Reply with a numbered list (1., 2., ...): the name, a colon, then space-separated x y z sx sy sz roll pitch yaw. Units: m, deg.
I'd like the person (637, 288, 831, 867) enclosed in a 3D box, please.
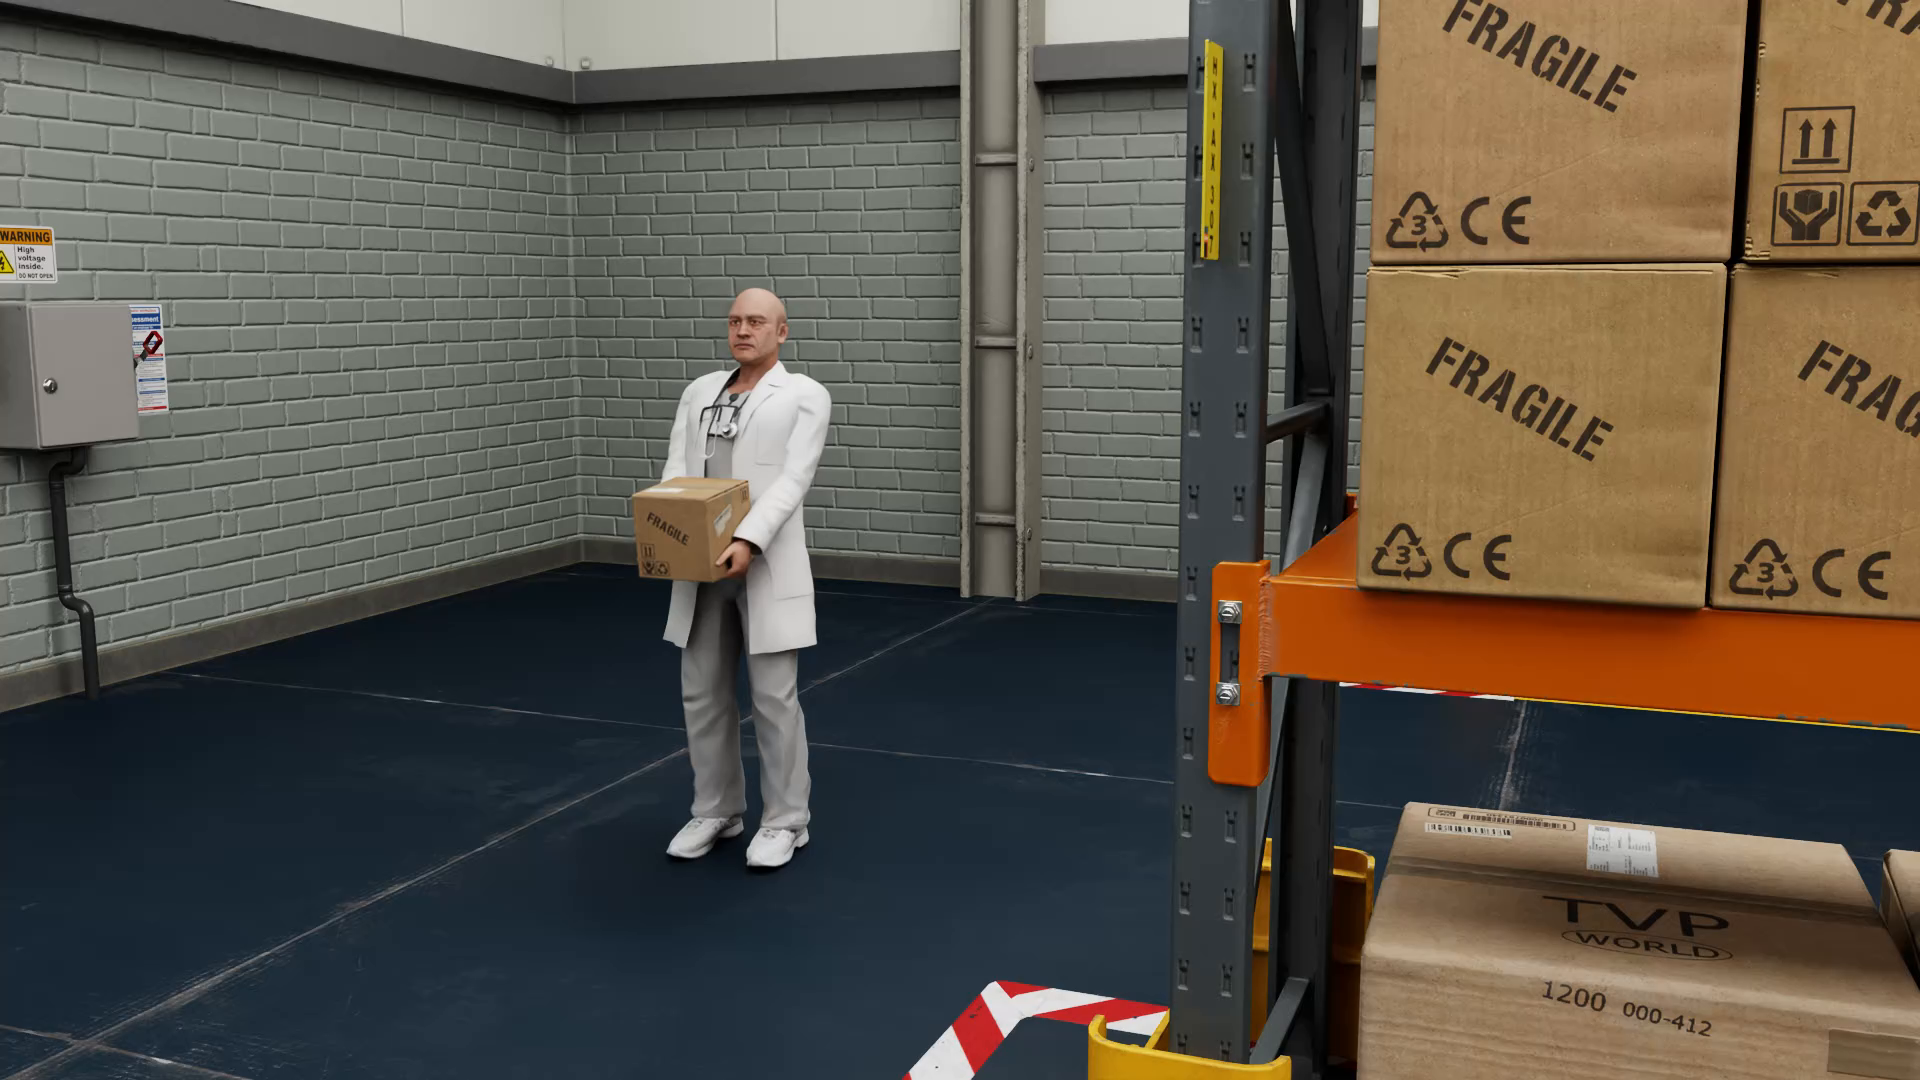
1. person: -0.707 0.123 5.097 0.530 1.770 0.563 3 9 22
